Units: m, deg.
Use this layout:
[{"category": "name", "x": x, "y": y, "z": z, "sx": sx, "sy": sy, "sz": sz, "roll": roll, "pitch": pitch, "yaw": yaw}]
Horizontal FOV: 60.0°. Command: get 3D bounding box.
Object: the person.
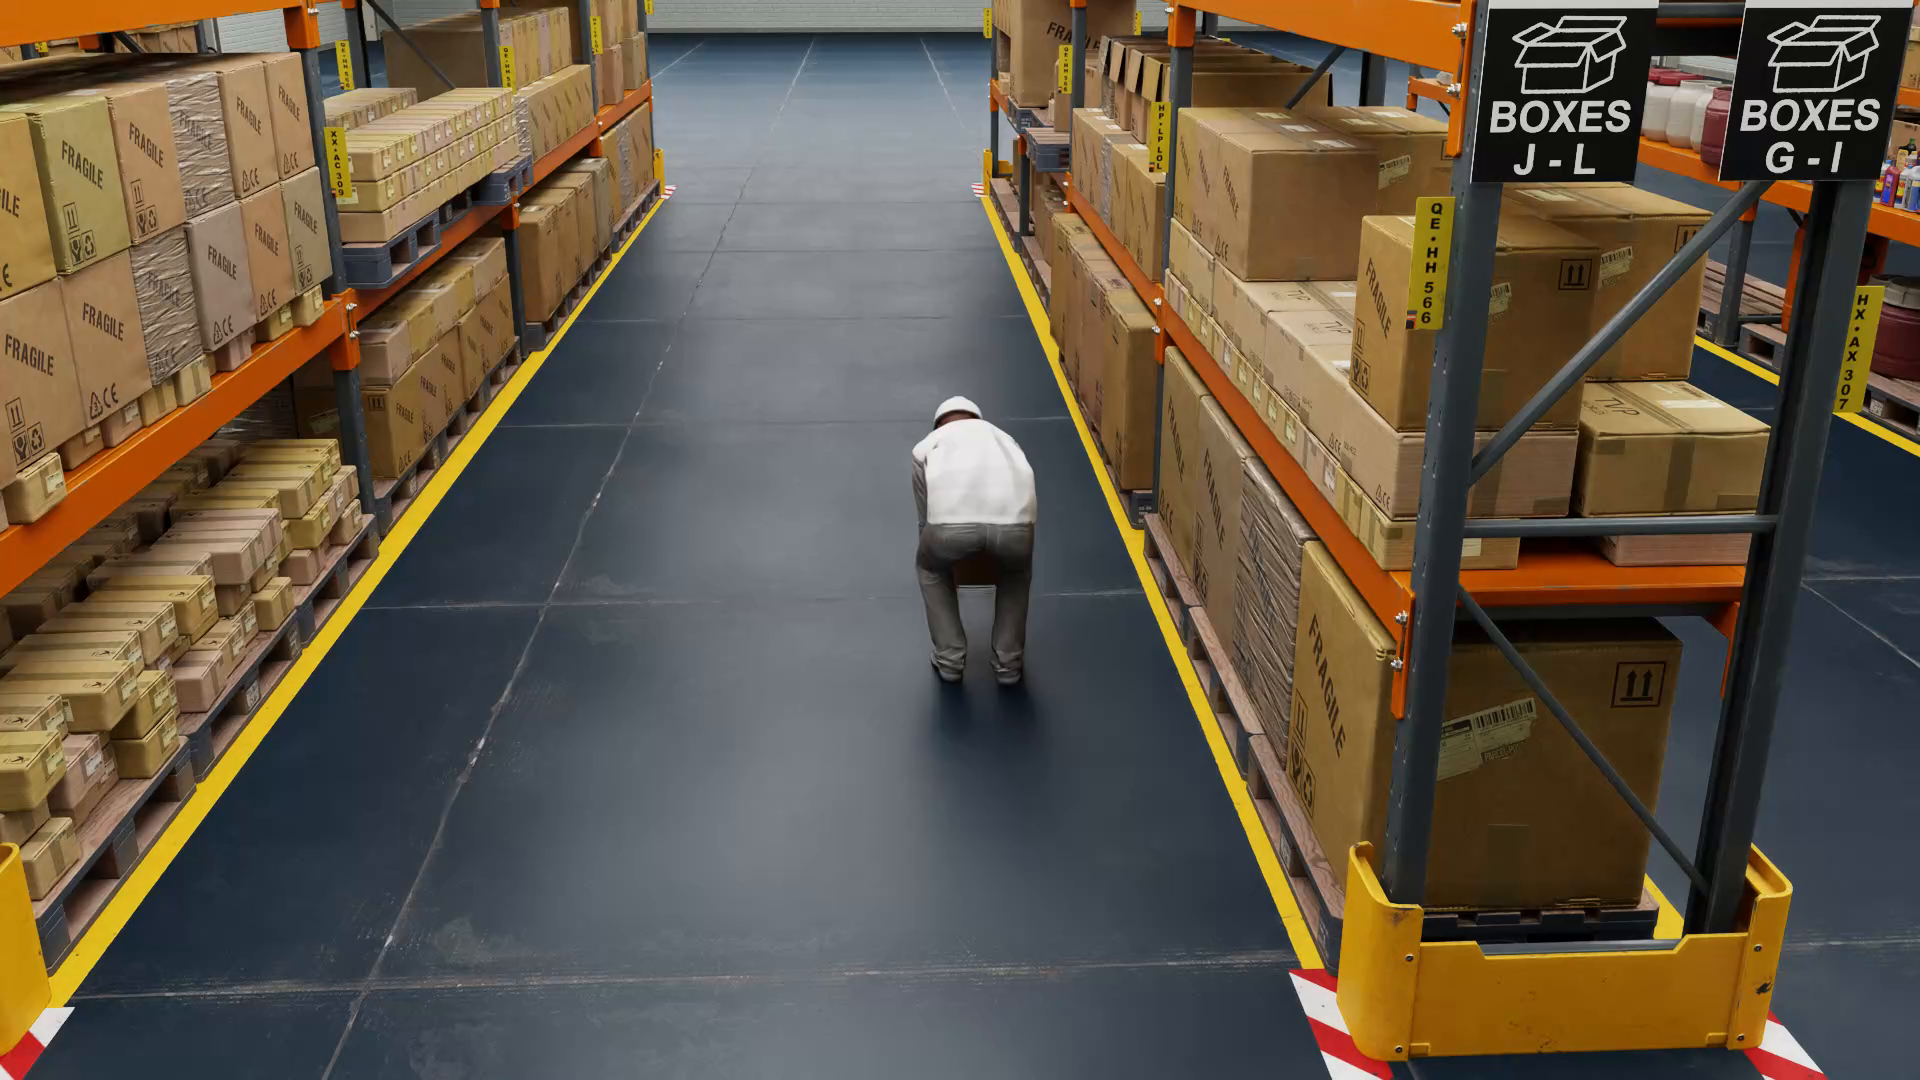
[{"category": "person", "x": 0.053, "y": 0.006, "z": 7.061, "sx": 0.495, "sy": 1.054, "sz": 0.997, "roll": -2, "pitch": 20, "yaw": -6}]
